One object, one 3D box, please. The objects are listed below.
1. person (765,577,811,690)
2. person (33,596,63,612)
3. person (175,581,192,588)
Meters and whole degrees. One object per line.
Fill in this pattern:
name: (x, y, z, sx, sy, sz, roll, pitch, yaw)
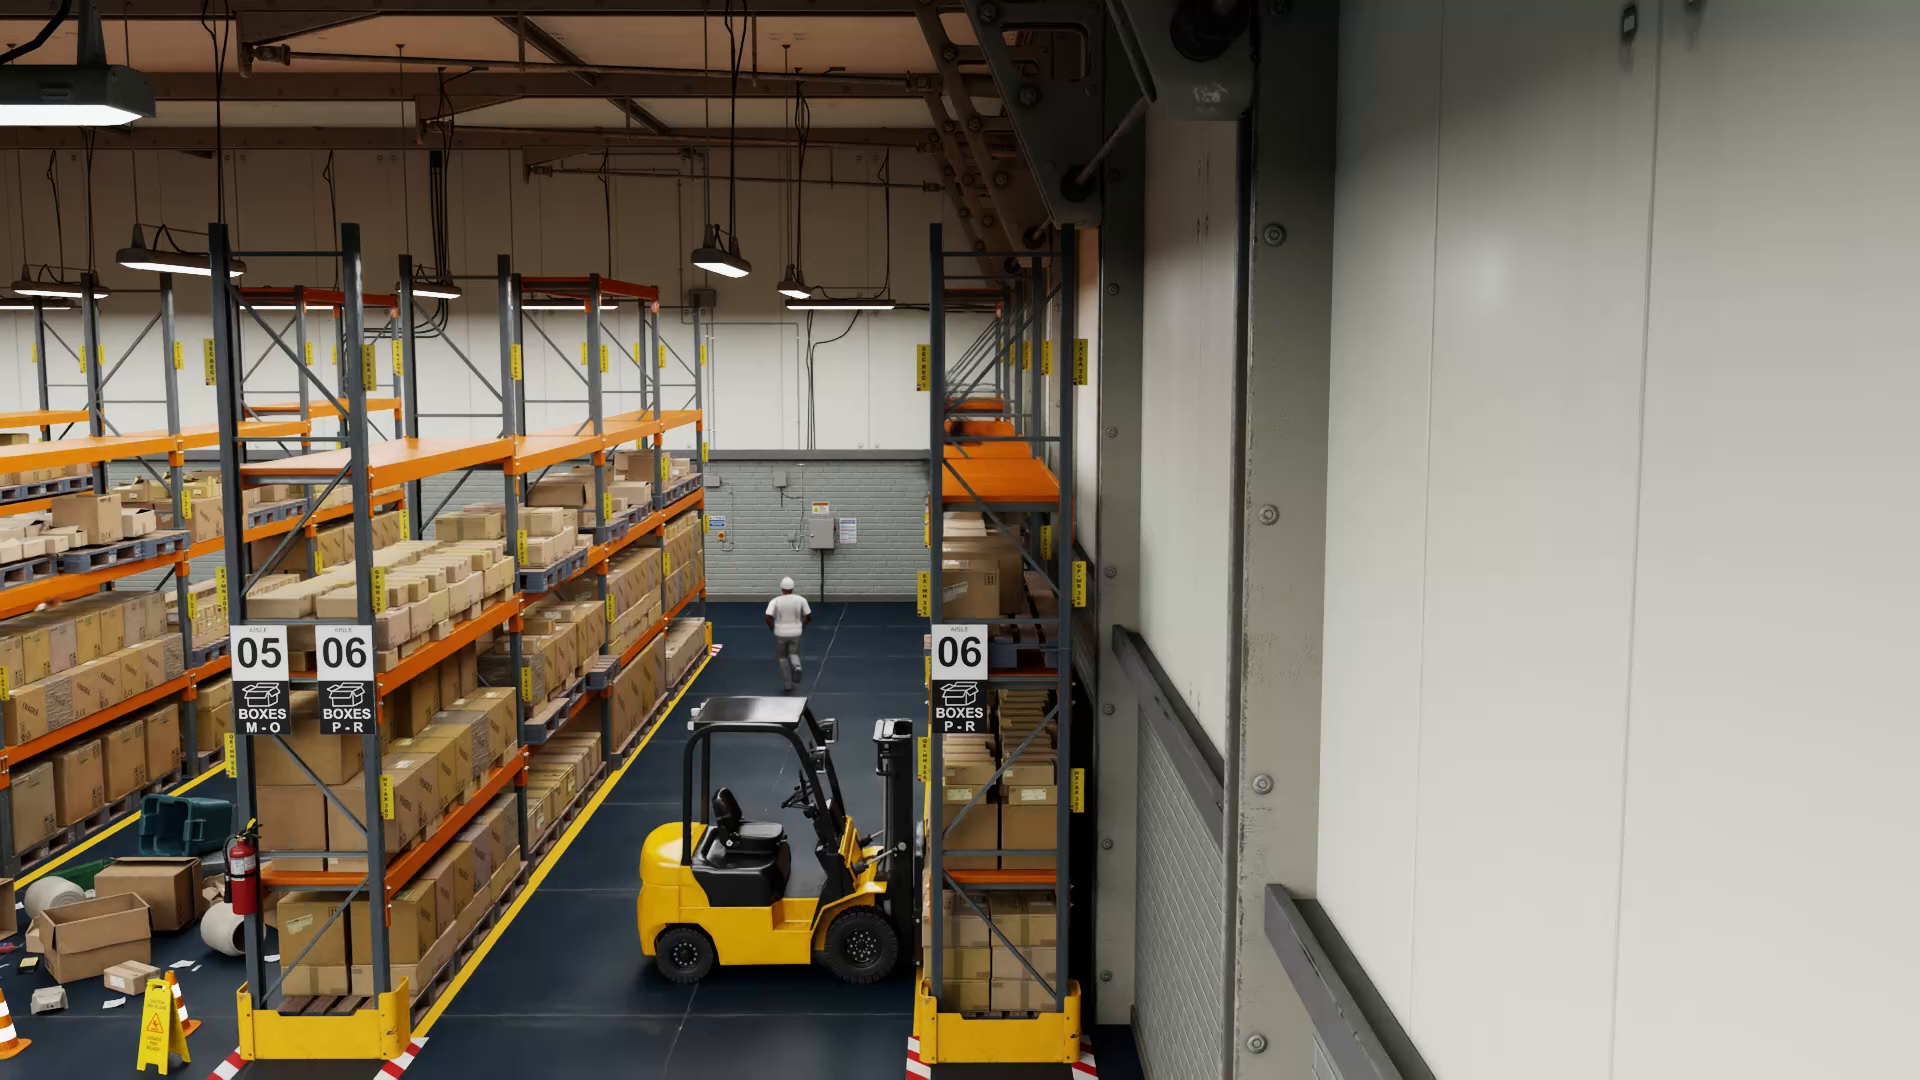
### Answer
person: (-2.579, 1.411, 24.900, 0.699, 1.726, 0.701, -2, 7, -15)
person: (-12.807, 1.538, 23.546, 0.633, 1.848, 0.793, 0, 7, -1)
person: (-11.624, 1.431, 24.866, 0.579, 1.706, 0.685, -1, 7, -10)
